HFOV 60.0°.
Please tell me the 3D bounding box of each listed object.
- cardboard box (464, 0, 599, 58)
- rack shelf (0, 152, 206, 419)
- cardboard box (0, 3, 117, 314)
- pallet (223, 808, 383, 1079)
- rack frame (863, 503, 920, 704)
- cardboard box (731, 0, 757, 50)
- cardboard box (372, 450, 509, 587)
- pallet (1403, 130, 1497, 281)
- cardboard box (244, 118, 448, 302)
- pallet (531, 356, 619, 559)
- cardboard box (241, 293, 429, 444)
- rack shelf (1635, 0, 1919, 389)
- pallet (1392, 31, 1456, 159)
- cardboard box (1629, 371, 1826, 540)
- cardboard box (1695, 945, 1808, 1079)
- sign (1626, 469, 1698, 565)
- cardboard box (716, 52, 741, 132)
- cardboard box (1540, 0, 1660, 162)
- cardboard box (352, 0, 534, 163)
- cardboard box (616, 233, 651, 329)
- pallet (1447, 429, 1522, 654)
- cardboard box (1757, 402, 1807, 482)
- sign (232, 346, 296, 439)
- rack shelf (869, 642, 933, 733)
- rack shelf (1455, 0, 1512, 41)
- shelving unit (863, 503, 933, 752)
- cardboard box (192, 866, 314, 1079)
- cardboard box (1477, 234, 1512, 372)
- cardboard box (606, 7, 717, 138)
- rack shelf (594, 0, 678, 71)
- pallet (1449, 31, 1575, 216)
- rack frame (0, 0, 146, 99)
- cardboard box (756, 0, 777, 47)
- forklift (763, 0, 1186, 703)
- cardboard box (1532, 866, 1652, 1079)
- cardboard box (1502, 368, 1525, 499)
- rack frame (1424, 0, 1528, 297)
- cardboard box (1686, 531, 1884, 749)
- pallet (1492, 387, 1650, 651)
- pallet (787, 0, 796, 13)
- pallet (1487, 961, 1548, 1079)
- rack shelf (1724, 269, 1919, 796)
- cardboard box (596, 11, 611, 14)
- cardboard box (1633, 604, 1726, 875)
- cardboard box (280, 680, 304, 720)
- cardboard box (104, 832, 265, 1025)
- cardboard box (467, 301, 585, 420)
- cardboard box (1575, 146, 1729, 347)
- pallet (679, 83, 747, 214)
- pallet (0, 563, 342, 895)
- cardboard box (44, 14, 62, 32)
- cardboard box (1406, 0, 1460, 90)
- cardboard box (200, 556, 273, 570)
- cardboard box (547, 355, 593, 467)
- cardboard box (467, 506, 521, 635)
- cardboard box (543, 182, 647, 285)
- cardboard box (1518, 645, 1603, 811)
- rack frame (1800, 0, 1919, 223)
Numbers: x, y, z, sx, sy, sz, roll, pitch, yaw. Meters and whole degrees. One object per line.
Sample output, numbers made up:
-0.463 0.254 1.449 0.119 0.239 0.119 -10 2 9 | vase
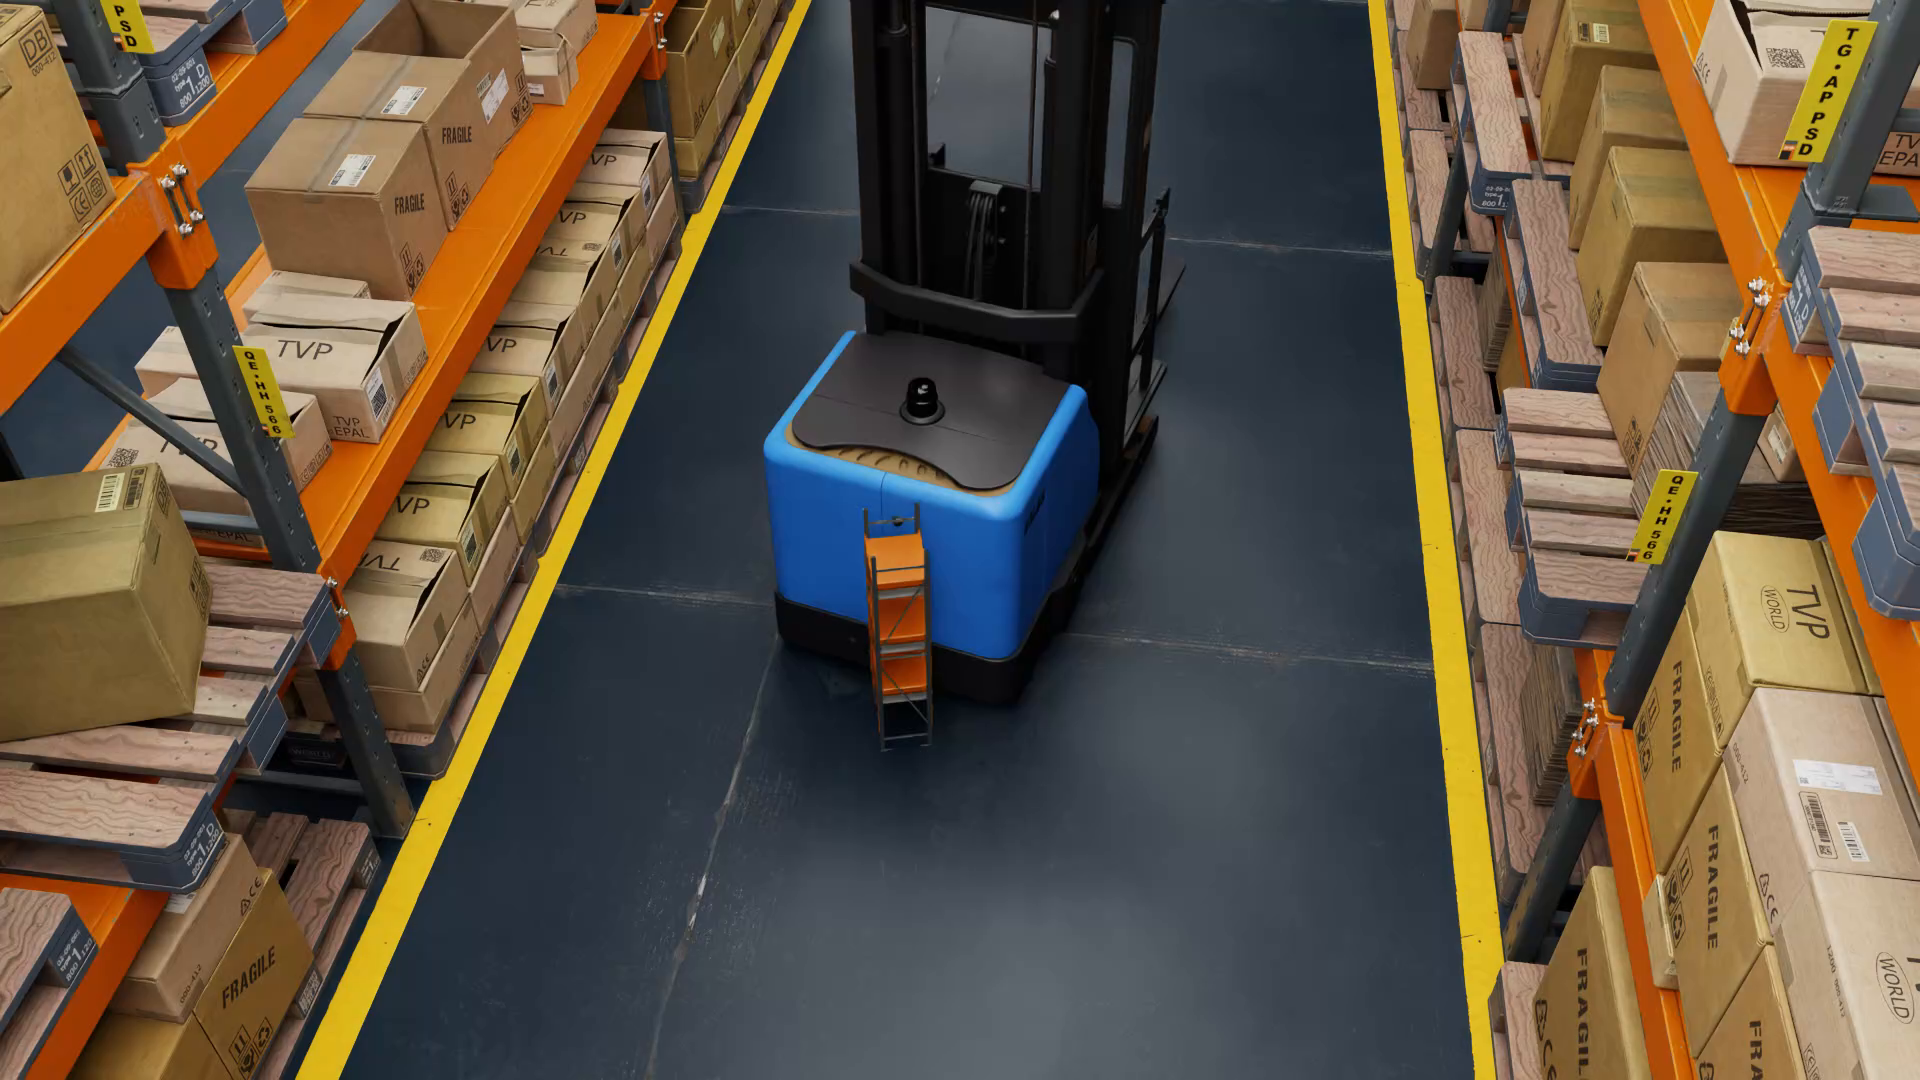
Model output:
-2.020 -2.403 7.737 0.500 0.250 0.500 8 44 8 | cardboard box
-2.792 0.465 2.942 1.077 0.370 4.000 5 44 6 | rack shelf
-2.551 -0.896 3.782 0.910 0.500 0.500 5 44 6 | cardboard box
-2.663 1.447 5.590 1.003 0.211 1.213 5 44 6 | pallet
-0.243 0.259 6.233 0.200 1.050 0.008 -6 44 -6 | rack frame
-1.495 -3.192 9.611 0.500 0.500 0.500 5 44 6 | cardboard box
-2.106 -0.117 6.501 0.500 0.311 0.500 4 44 4 | cardboard box
2.966 -1.797 9.017 1.003 0.211 1.213 5 44 6 | pallet
-2.321 -1.252 6.340 0.500 0.500 0.500 3 44 3 | cardboard box
-2.216 -0.445 7.588 1.003 0.211 1.213 5 44 6 | pallet
-2.217 -0.630 5.821 0.500 0.311 0.500 5 44 5 | cardboard box
2.648 -1.814 5.348 1.077 0.370 4.000 5 44 6 | rack shelf
3.125 -2.631 9.897 1.003 0.211 1.213 5 44 6 | pallet
2.436 -0.140 4.846 0.700 0.500 0.500 1 43 1 | cardboard box
1.921 1.228 3.490 0.500 0.500 0.500 5 44 5 | cardboard box
1.844 -0.057 4.367 0.100 0.325 0.005 5 44 6 | sign
-1.565 -2.579 9.509 0.500 0.250 0.500 5 44 6 | cardboard box
2.730 -1.821 6.621 0.700 0.500 0.500 9 44 10 | cardboard box
-2.186 -1.952 7.079 0.500 0.500 0.500 8 44 9 | cardboard box
-1.834 -1.297 8.155 0.500 0.250 0.500 5 44 5 | cardboard box
2.652 0.028 7.089 1.003 0.211 1.213 5 44 6 | pallet
2.399 -0.292 4.535 0.380 0.149 0.250 0 43 0 | cardboard box
-1.988 -0.419 4.749 0.100 0.325 0.005 5 44 6 | sign
-0.225 0.551 6.345 0.215 0.259 0.240 -6 44 -6 | rack shelf
3.177 -3.451 9.258 1.077 0.370 4.000 5 44 6 | rack shelf
-0.225 0.343 6.146 0.215 1.050 0.252 -6 44 -6 | shelving unit
-2.418 1.336 5.178 0.500 0.500 0.500 7 44 7 | cardboard box
2.832 -1.098 7.748 0.700 0.500 0.500 7 44 7 | cardboard box
-1.627 -2.511 8.891 0.500 0.500 0.500 5 44 6 | cardboard box
-1.734 -3.898 9.731 1.077 0.370 4.000 5 44 6 | rack shelf
2.667 -1.772 7.101 1.003 0.211 1.213 5 44 6 | pallet
-2.527 -2.249 3.102 1.000 3.000 0.127 5 44 6 | rack frame
-1.434 -3.261 10.229 0.500 0.250 0.500 5 44 6 | cardboard box
0.274 -1.453 6.675 1.130 2.935 3.031 15 46 16 | forklift
2.156 1.495 4.770 0.750 0.750 0.750 5 44 5 | cardboard box
2.705 -0.397 7.008 0.700 0.500 0.500 6 44 6 | cardboard box
2.912 -2.349 7.571 1.000 3.000 0.127 5 44 6 | rack frame
2.064 0.259 3.968 0.500 0.250 0.500 6 44 7 | cardboard box
2.372 -0.049 5.281 1.213 0.211 1.003 5 44 6 | pallet
-1.529 -3.985 11.327 1.003 0.211 1.213 5 44 6 | pallet
2.205 1.920 5.091 1.003 0.211 1.213 5 44 6 | pallet
2.119 0.912 2.469 1.077 0.370 4.000 5 44 6 | rack shelf
-2.076 -2.899 9.301 0.500 0.500 0.500 5 44 6 | cardboard box
2.066 0.533 4.224 0.500 0.500 0.500 6 44 7 | cardboard box
-2.699 0.395 6.368 0.500 0.250 0.500 6 44 7 | cardboard box
-2.421 1.103 4.879 0.500 0.250 0.500 7 44 7 | cardboard box
-1.969 -0.815 7.238 0.500 0.311 0.500 5 44 5 | cardboard box
2.578 -0.991 5.745 0.700 0.500 0.500 5 44 6 | cardboard box
-1.852 -2.322 9.571 1.003 0.211 1.213 5 44 6 | pallet
-2.547 0.467 4.736 1.213 0.211 1.003 5 44 6 | pallet
-2.523 -1.572 4.373 0.500 0.250 0.500 2 43 2 | cardboard box
3.039 -2.980 9.736 0.700 0.500 0.500 3 44 3 | cardboard box
-2.702 0.192 6.174 0.500 0.311 0.500 6 44 7 | cardboard box
-1.970 -0.602 7.420 0.500 0.250 0.500 6 44 6 | cardboard box
-2.101 0.103 6.677 0.500 0.250 0.500 4 44 4 | cardboard box
-1.830 -1.497 7.958 0.500 0.311 0.500 6 44 7 | cardboard box
2.427 0.630 5.924 0.700 0.500 0.500 6 44 6 | cardboard box
2.384 -1.801 2.630 1.000 3.000 0.127 5 44 6 | rack frame
